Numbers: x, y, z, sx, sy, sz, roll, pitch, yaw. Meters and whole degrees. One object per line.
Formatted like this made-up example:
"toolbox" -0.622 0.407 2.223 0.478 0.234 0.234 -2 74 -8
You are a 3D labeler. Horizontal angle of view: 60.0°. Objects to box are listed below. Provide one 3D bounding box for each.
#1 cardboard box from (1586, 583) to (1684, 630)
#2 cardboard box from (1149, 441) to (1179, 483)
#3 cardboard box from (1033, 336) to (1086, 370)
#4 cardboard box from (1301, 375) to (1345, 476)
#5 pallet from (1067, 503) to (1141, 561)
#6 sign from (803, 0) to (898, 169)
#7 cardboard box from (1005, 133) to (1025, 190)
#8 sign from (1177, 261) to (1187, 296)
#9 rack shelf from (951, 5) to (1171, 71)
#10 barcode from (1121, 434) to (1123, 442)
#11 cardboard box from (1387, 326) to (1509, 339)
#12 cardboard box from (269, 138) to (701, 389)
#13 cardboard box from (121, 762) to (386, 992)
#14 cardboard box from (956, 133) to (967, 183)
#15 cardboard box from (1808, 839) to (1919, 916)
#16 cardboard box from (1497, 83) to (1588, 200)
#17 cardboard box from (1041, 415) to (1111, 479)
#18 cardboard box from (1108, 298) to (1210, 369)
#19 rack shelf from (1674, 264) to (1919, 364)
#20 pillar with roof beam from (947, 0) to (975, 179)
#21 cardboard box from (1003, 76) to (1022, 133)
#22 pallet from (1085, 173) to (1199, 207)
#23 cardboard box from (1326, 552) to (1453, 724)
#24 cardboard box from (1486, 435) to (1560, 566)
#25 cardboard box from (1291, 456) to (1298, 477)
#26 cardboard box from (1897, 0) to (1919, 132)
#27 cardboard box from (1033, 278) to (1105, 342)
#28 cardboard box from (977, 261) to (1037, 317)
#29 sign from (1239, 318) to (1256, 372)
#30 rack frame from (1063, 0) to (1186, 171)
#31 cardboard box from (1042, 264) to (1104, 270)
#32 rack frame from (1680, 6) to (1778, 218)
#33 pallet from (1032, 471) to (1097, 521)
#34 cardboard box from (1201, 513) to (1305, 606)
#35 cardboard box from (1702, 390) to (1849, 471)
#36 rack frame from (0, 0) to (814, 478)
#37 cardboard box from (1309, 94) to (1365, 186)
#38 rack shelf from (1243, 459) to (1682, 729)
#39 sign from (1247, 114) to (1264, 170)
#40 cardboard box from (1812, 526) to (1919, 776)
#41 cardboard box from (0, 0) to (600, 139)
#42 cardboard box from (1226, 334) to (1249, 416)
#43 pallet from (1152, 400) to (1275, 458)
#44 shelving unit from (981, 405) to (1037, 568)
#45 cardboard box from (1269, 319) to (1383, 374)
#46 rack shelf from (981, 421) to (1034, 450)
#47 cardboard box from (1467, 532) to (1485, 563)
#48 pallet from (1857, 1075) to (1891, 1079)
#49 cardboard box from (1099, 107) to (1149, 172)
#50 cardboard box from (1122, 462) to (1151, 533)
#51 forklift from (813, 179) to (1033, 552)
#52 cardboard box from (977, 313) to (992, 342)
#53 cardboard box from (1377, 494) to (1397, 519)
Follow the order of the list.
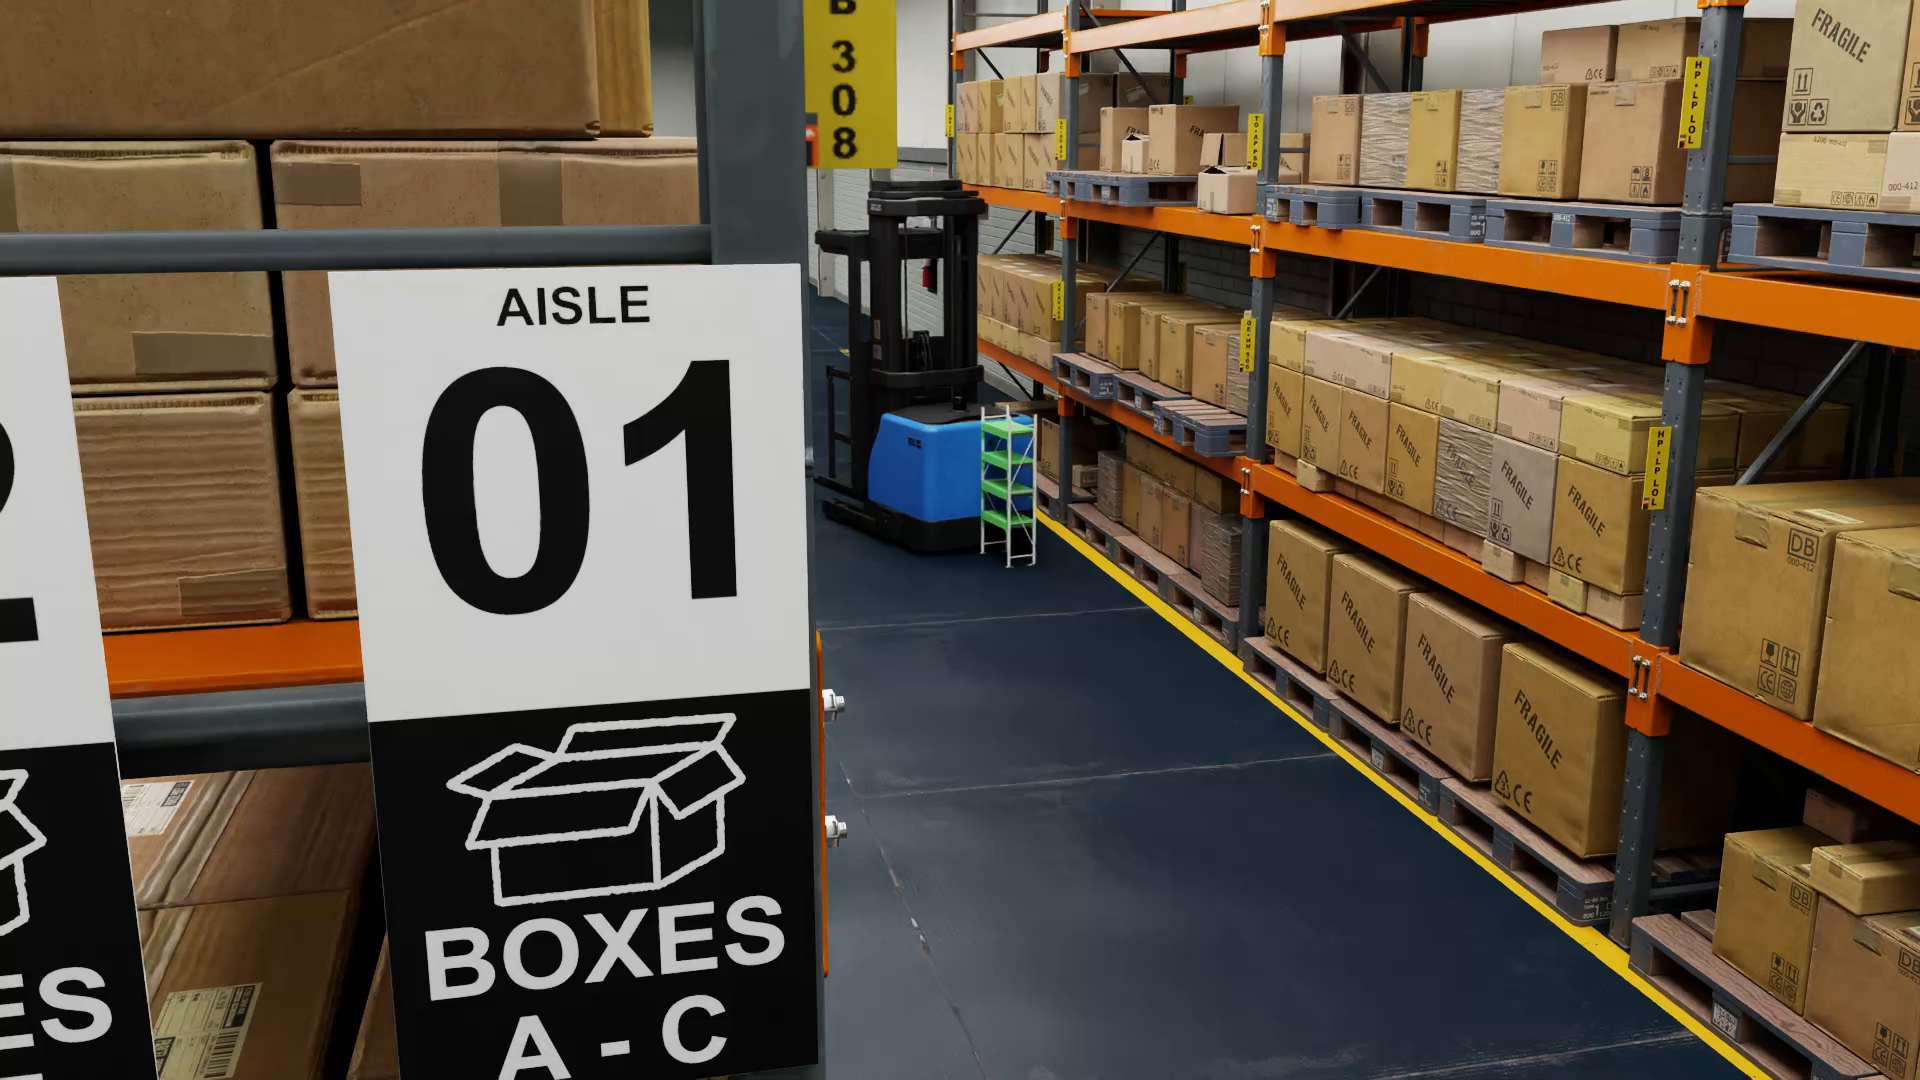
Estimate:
"cardboard box" 2.886 0.263 7.016 0.380 0.149 0.250 -3 14 -13
"cardboard box" 1.783 -0.606 12.847 0.500 0.250 0.500 -4 14 -15
"cardboard box" 0.956 -1.662 14.682 0.500 0.250 0.500 -3 14 -13
"cardboard box" 2.280 -0.665 9.448 0.500 0.500 0.500 -3 14 -11
"pallet" 1.546 -0.098 13.884 1.003 0.211 1.213 -3 14 -13
"sign" -0.107 -0.499 1.488 0.100 0.325 0.005 -3 14 -13
"cardboard box" 0.730 -3.494 15.333 0.500 0.500 0.500 -4 14 -15
"sign" 1.900 -2.227 14.281 0.100 0.325 0.005 -3 14 -13
"rack shelf" 0.892 -4.657 15.550 1.077 0.370 4.000 -3 14 -13
"barcode" 1.468 -0.925 15.059 0.001 0.075 0.075 -3 14 -13
"cardboard box" 2.778 -1.067 9.514 0.500 0.250 0.500 -4 14 -15
"cardboard box" -0.502 -0.347 1.970 0.500 0.250 0.500 -3 14 -13
"cardboard box" -1.125 0.675 2.527 0.500 0.500 0.500 -3 14 -12
"cardboard box" 0.258 -3.979 17.322 0.500 0.500 0.500 -3 14 -12
"cardboard box" 3.220 1.176 5.809 0.380 0.149 0.250 -3 14 -11
"cardboard box" 2.947 -1.840 7.681 0.700 0.500 0.500 -4 14 -14
"cardboard box" 1.079 -0.869 15.504 0.500 0.500 0.500 -4 14 -17
"cardboard box" 1.572 -1.646 13.206 0.700 0.500 0.500 -2 14 -7
"rack shelf" 3.710 -0.433 4.575 1.077 0.370 4.000 -3 14 -13
"pillar with roof beam" -4.166 -6.500 21.573 9.100 9.000 0.400 -3 14 -13
"cardboard box" 0.709 -3.980 15.216 0.500 0.500 0.500 -4 14 -15
"pallet" 1.650 -2.611 12.369 1.213 0.211 1.003 -3 14 -13
"cardboard box" 2.546 0.510 9.163 0.750 0.750 0.750 -3 14 -13
"cardboard box" 2.758 -0.199 7.542 0.500 0.500 0.500 -3 14 -13
"cardboard box" 2.204 -0.450 9.935 0.380 0.149 0.250 -3 14 -12
"cardboard box" 3.262 -1.490 5.024 0.500 0.500 0.500 -4 14 -14
"cardboard box" 0.950 -2.025 14.590 0.500 0.500 0.500 -3 14 -13
"cardboard box" 0.464 -2.495 16.514 0.500 0.500 0.500 -4 14 -15
"sign" 1.776 -1.201 10.250 0.100 0.325 0.005 -3 14 -13
"rack frame" 1.362 -4.547 13.576 1.000 3.000 0.127 -3 14 -13
"cardboard box" 1.092 -2.407 16.155 0.500 0.500 0.500 -3 14 -12
"rack frame" 3.241 -2.701 6.022 1.000 3.000 0.127 -3 14 -13
"pallet" 1.170 -0.431 15.245 1.003 0.211 1.213 -3 14 -13
"cardboard box" 2.081 0.128 11.424 0.700 0.500 0.500 -3 14 -12
"cardboard box" 3.386 -0.475 7.089 0.500 0.250 0.500 -3 14 -11
"rack frame" -0.634 -1.501 1.111 1.000 3.000 0.127 -3 14 -13
"cardboard box" 2.469 -2.322 9.655 0.700 0.500 0.500 -4 14 -18
"rack shelf" 2.771 0.101 8.708 1.077 0.370 4.000 -3 14 -13
"sign" 1.773 -2.388 9.972 0.100 0.325 0.005 -3 14 -13
"cardboard box" 3.518 0.362 5.492 0.980 0.700 0.700 -4 14 -15
"cardboard box" -0.771 -0.696 1.818 0.700 0.500 0.500 -3 14 -13
"cardboard box" 2.181 -1.080 10.889 0.700 0.500 0.500 -5 15 -20
"pallet" 2.030 -0.775 11.183 1.213 0.211 1.003 -3 14 -13
"shelving unit" 0.382 -0.428 13.149 0.258 1.200 0.503 -6 15 -23
"cardboard box" 2.164 -1.151 9.858 0.500 0.250 0.500 -3 14 -12
"rack shelf" 0.382 -0.832 13.050 0.258 0.148 0.480 -6 15 -23
"cardboard box" 2.675 0.026 7.986 0.380 0.149 0.250 -3 14 -13
"pallet" 3.633 2.030 5.175 1.003 0.211 1.213 -3 14 -13
"cardboard box" 1.412 -3.211 13.336 0.500 0.500 0.500 -1 14 -5
"cardboard box" 1.721 -0.346 13.365 0.700 0.500 0.500 -4 14 -14
"forklift" -0.563 -1.628 14.417 1.130 2.935 3.031 -8 16 -29
"cardboard box" 0.478 -2.125 16.578 0.500 0.250 0.500 -4 14 -14
"cardboard box" 2.483 -0.213 8.966 0.380 0.149 0.250 -3 14 -12
